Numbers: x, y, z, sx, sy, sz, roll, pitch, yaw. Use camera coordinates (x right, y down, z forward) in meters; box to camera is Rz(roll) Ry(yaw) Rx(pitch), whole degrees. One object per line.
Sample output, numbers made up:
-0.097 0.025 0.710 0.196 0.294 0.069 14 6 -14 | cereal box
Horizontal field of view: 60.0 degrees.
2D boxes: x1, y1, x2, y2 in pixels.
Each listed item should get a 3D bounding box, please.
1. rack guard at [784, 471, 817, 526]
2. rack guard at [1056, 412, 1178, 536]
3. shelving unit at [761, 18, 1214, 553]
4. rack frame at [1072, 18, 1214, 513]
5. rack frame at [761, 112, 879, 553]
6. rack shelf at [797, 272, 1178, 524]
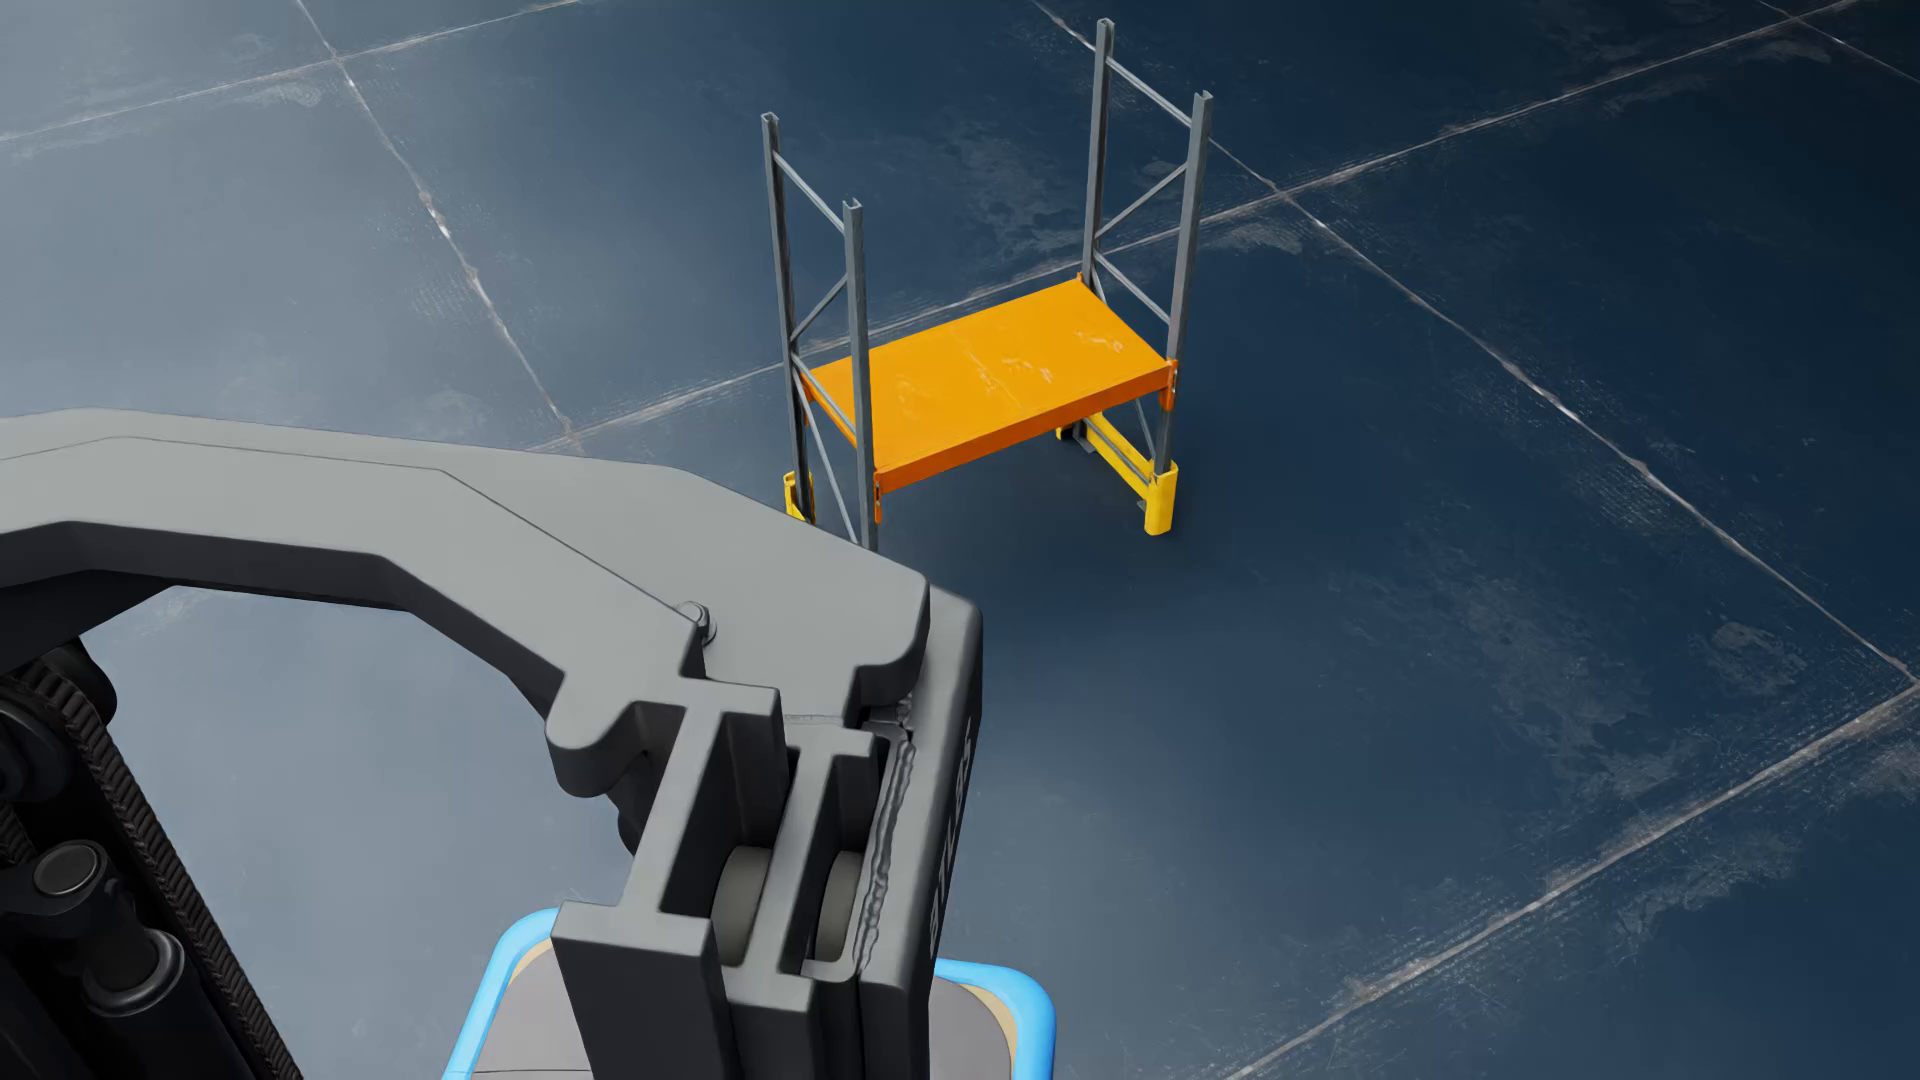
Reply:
-0.366 0.057 5.012 0.087 0.250 0.587 -22 48 -21 | rack guard
0.498 -0.289 5.368 0.087 0.250 0.587 -22 48 -21 | rack guard
0.066 -0.565 4.755 1.083 1.500 0.587 -22 48 -21 | shelving unit
0.515 -0.744 4.940 0.032 1.500 0.500 -22 48 -21 | rack frame
-0.367 -0.391 4.576 0.032 1.500 0.500 -22 48 -21 | rack frame
0.074 -0.439 4.883 1.000 0.185 0.538 -22 48 -21 | rack shelf
